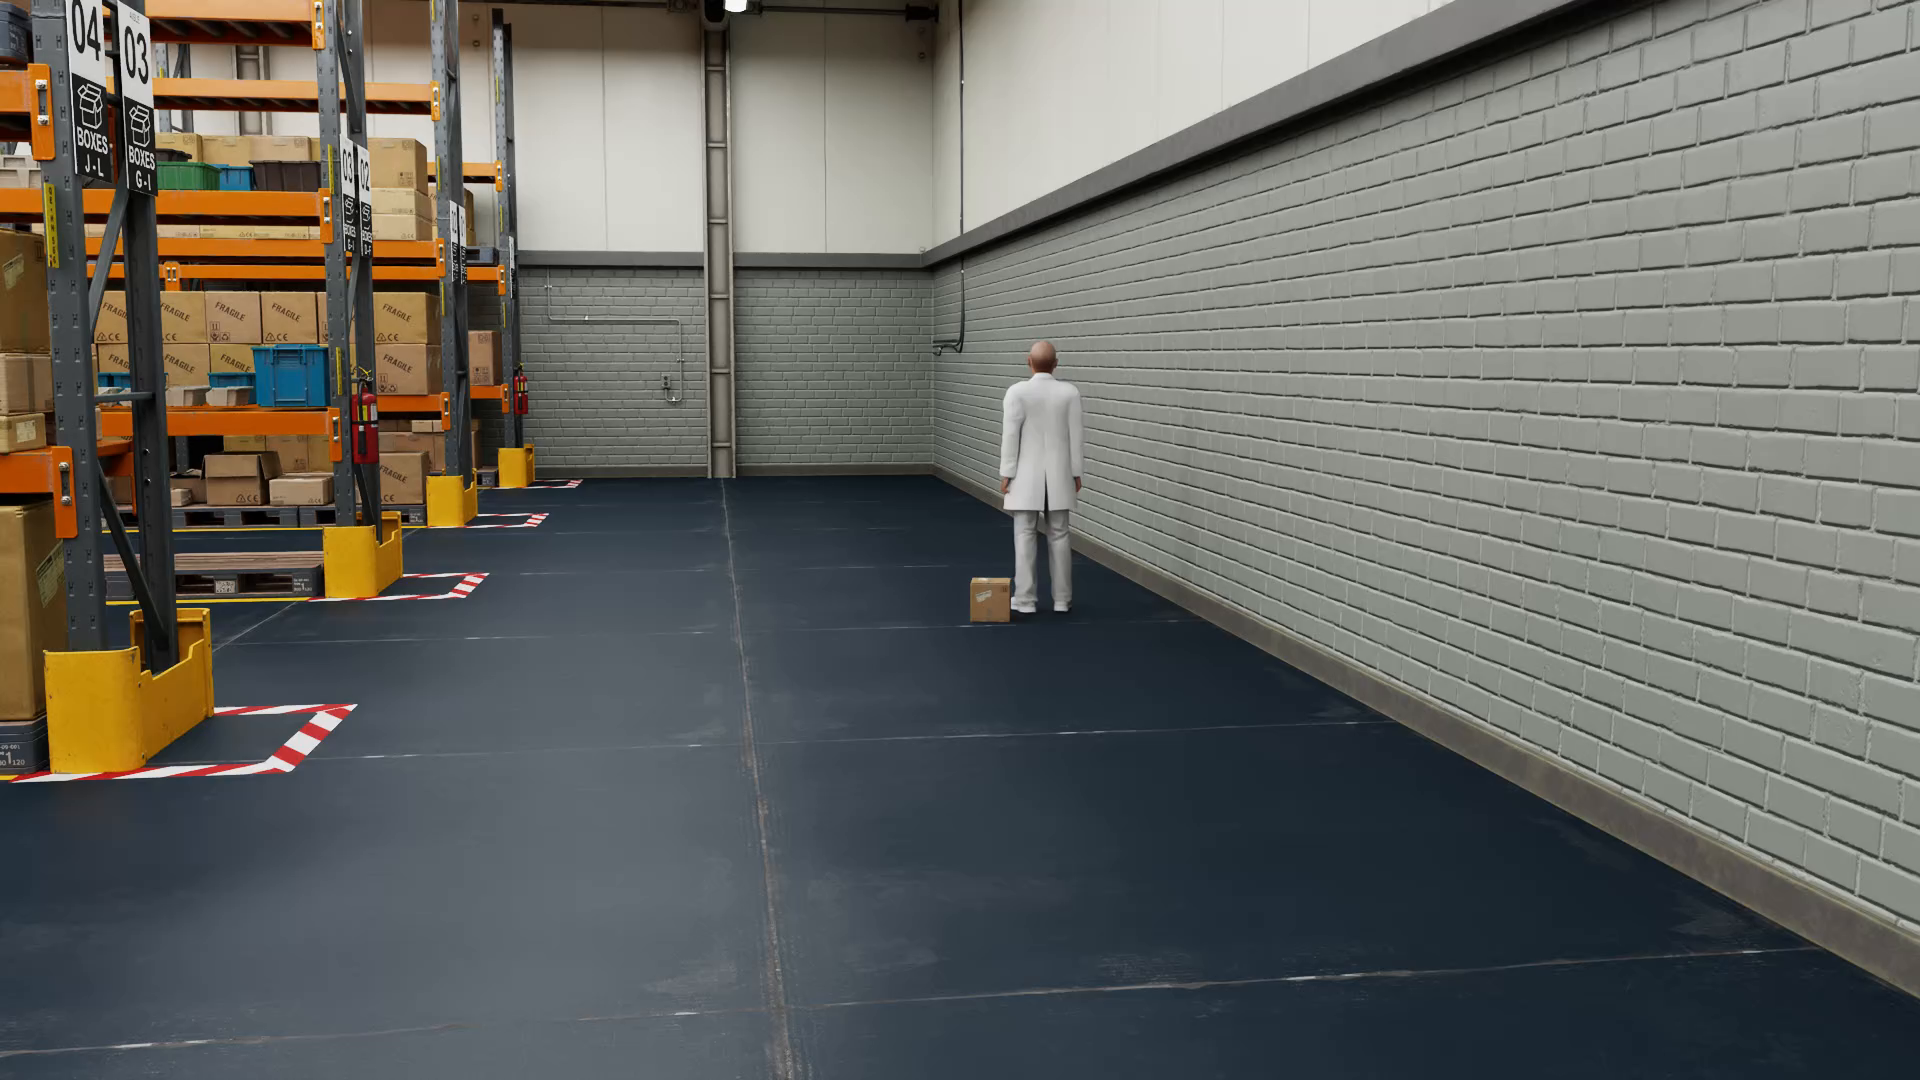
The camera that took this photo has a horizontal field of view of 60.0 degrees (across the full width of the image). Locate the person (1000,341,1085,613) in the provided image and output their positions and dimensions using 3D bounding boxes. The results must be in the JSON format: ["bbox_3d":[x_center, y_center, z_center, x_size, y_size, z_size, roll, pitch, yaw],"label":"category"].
[{"bbox_3d":[0.531,-0.418,10.995,0.568,1.783,0.381,-1,6,-9],"label":"person"}]
